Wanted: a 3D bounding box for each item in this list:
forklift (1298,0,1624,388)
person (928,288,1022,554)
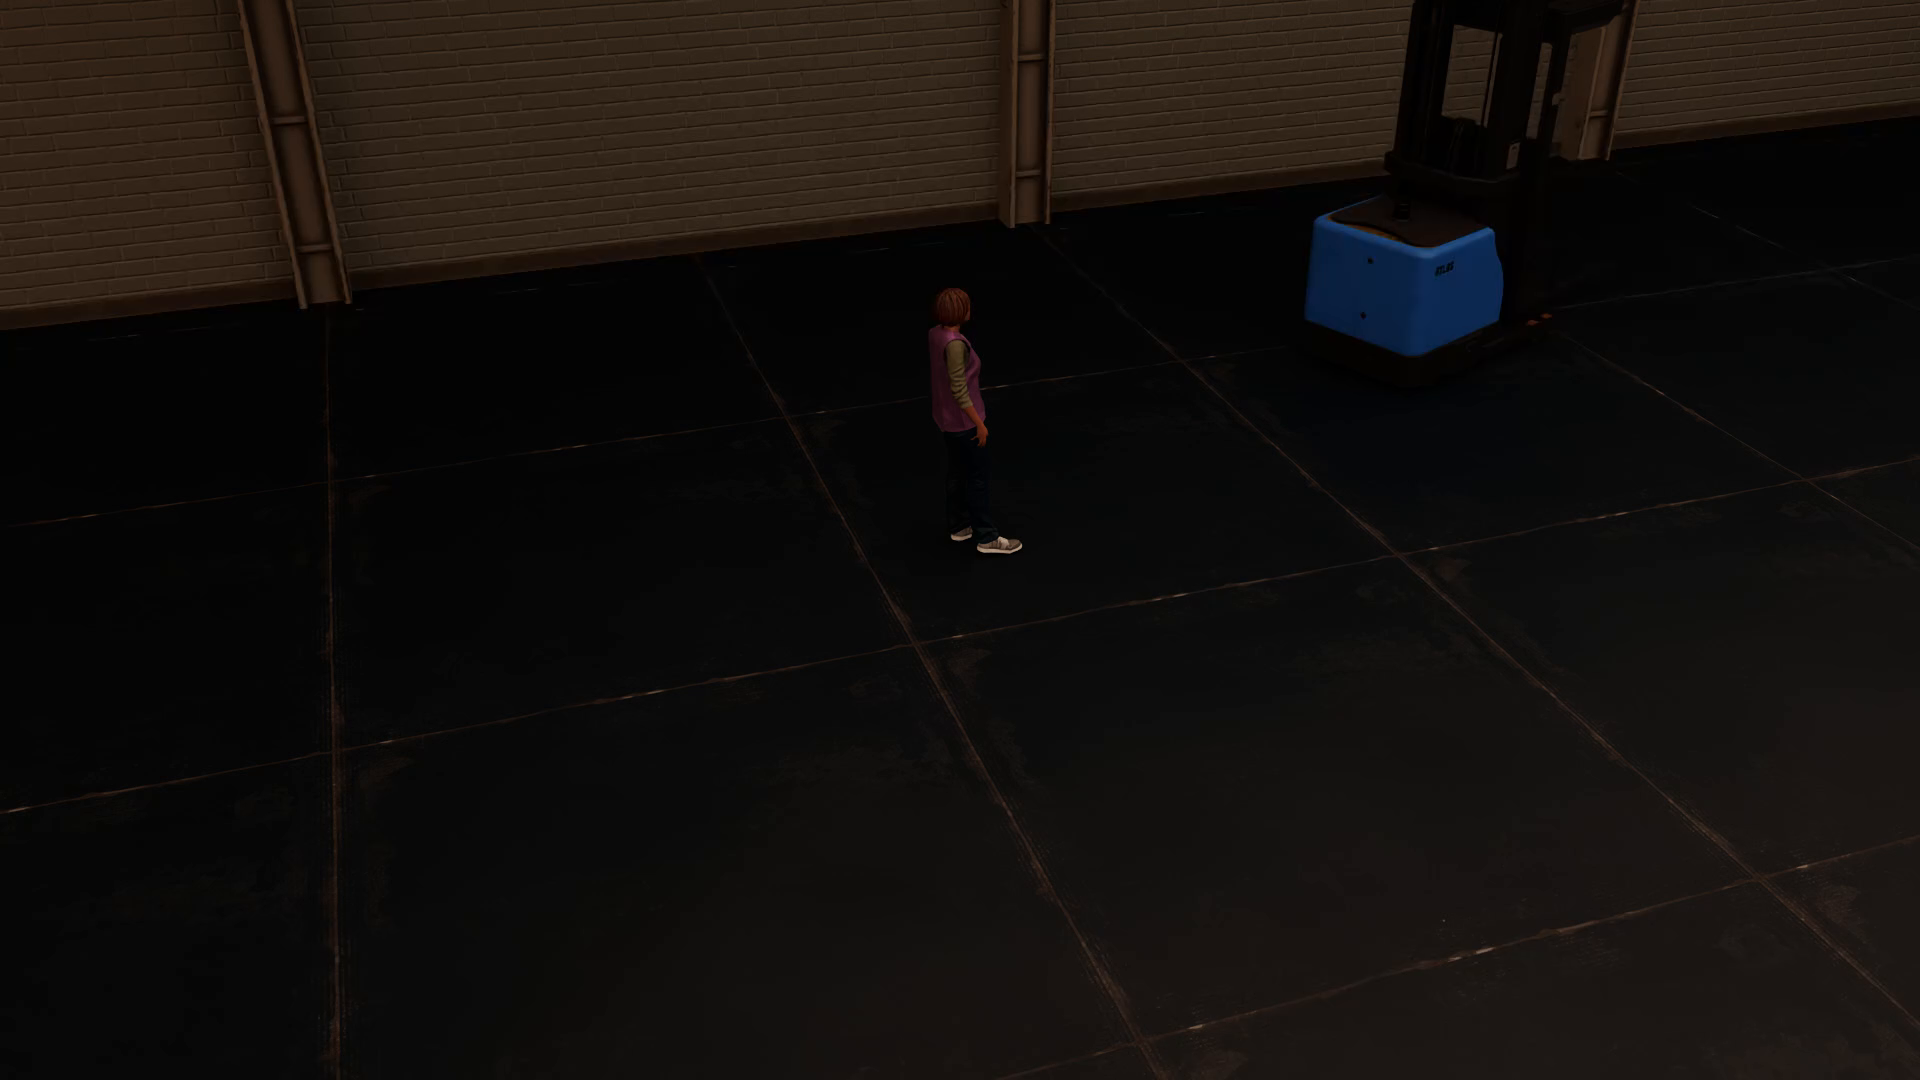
[{"bbox_3d":[3.955,-2.951,12.216,3.031,2.935,1.130,-24,37,-35],"label":"forklift"},{"bbox_3d":[0.074,-0.704,9.632,0.476,1.597,0.520,-10,31,-16],"label":"person"}]
